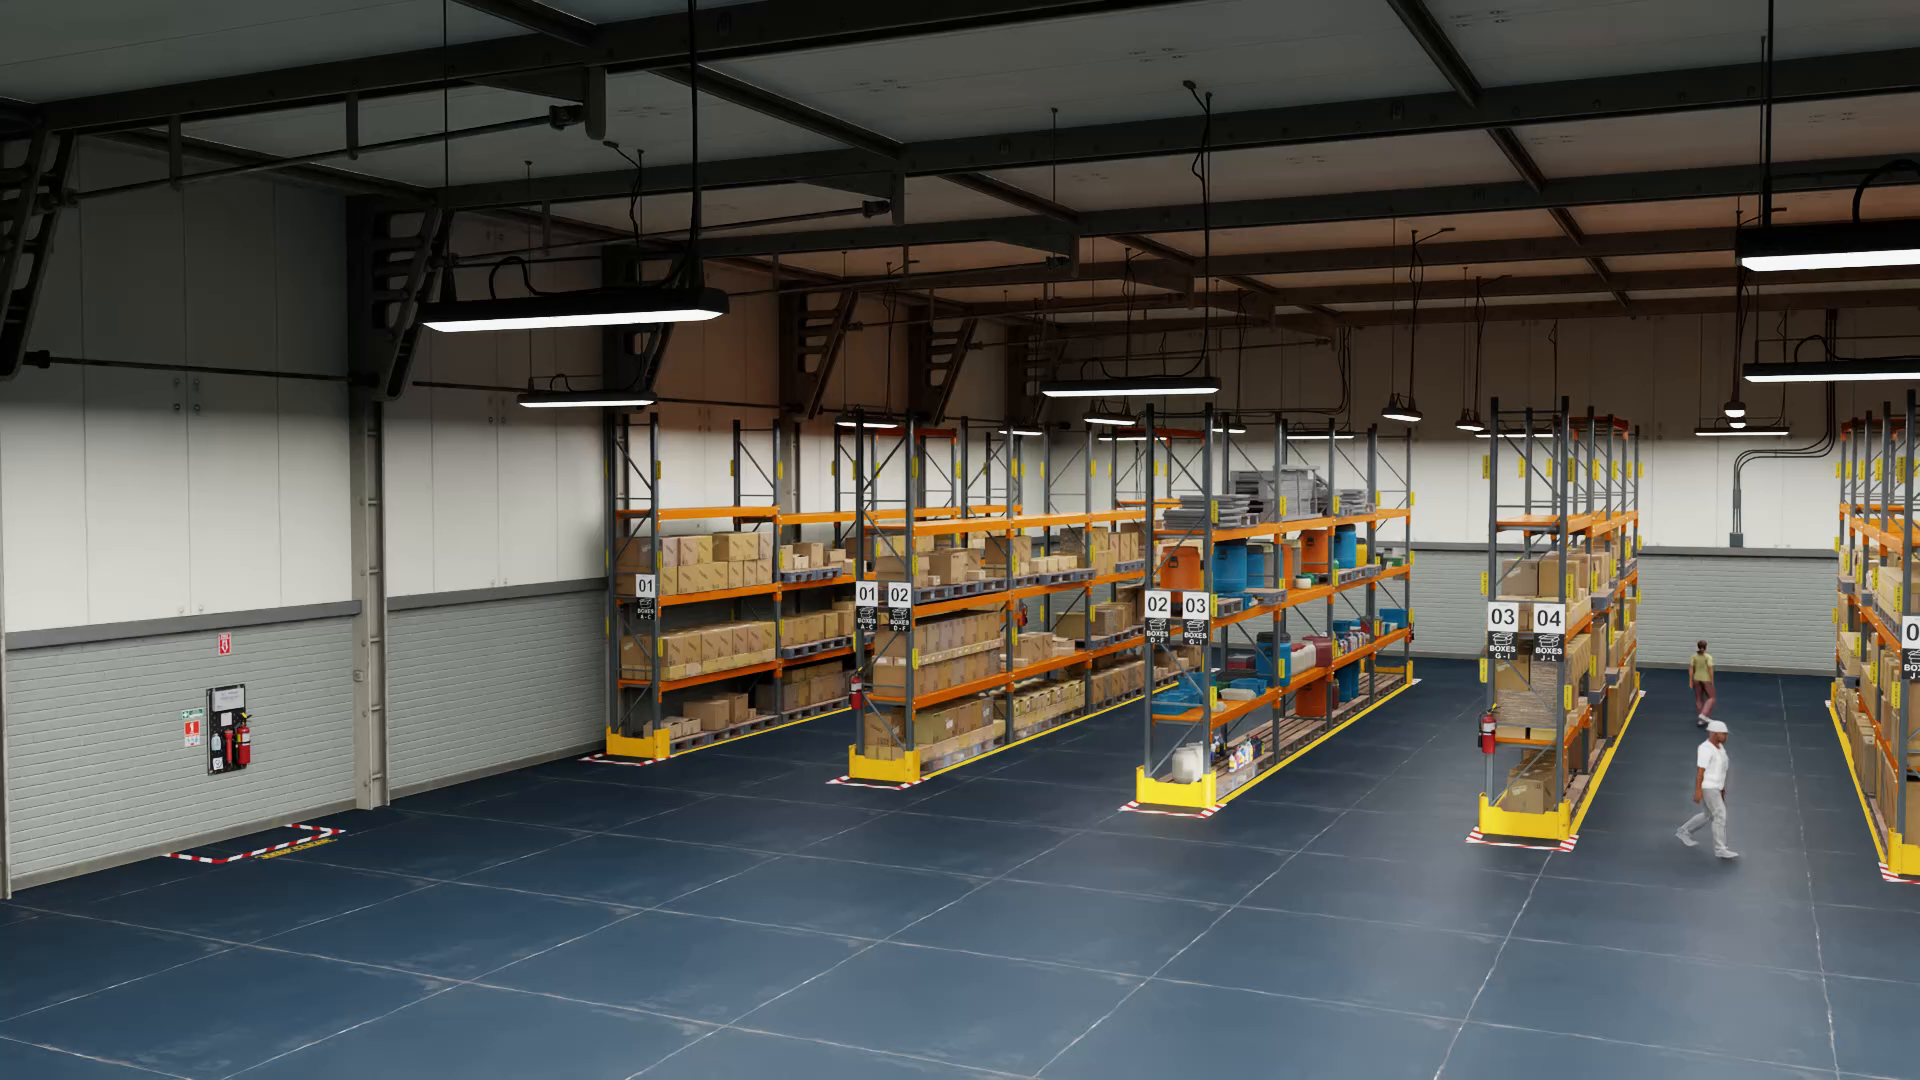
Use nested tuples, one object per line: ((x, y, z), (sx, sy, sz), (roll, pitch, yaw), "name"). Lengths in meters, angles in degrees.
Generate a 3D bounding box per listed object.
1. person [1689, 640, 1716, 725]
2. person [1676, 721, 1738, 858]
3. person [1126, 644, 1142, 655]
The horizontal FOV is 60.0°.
((14.580, 2.799, 32.654), (0.504, 1.670, 0.522), (2, 3, 40), "person")
((9.773, 3.223, 21.710), (0.862, 1.747, 0.575), (2, 3, 39), "person")
((4.505, 2.397, 42.596), (0.591, 1.711, 0.485), (0, 2, 3), "person")
